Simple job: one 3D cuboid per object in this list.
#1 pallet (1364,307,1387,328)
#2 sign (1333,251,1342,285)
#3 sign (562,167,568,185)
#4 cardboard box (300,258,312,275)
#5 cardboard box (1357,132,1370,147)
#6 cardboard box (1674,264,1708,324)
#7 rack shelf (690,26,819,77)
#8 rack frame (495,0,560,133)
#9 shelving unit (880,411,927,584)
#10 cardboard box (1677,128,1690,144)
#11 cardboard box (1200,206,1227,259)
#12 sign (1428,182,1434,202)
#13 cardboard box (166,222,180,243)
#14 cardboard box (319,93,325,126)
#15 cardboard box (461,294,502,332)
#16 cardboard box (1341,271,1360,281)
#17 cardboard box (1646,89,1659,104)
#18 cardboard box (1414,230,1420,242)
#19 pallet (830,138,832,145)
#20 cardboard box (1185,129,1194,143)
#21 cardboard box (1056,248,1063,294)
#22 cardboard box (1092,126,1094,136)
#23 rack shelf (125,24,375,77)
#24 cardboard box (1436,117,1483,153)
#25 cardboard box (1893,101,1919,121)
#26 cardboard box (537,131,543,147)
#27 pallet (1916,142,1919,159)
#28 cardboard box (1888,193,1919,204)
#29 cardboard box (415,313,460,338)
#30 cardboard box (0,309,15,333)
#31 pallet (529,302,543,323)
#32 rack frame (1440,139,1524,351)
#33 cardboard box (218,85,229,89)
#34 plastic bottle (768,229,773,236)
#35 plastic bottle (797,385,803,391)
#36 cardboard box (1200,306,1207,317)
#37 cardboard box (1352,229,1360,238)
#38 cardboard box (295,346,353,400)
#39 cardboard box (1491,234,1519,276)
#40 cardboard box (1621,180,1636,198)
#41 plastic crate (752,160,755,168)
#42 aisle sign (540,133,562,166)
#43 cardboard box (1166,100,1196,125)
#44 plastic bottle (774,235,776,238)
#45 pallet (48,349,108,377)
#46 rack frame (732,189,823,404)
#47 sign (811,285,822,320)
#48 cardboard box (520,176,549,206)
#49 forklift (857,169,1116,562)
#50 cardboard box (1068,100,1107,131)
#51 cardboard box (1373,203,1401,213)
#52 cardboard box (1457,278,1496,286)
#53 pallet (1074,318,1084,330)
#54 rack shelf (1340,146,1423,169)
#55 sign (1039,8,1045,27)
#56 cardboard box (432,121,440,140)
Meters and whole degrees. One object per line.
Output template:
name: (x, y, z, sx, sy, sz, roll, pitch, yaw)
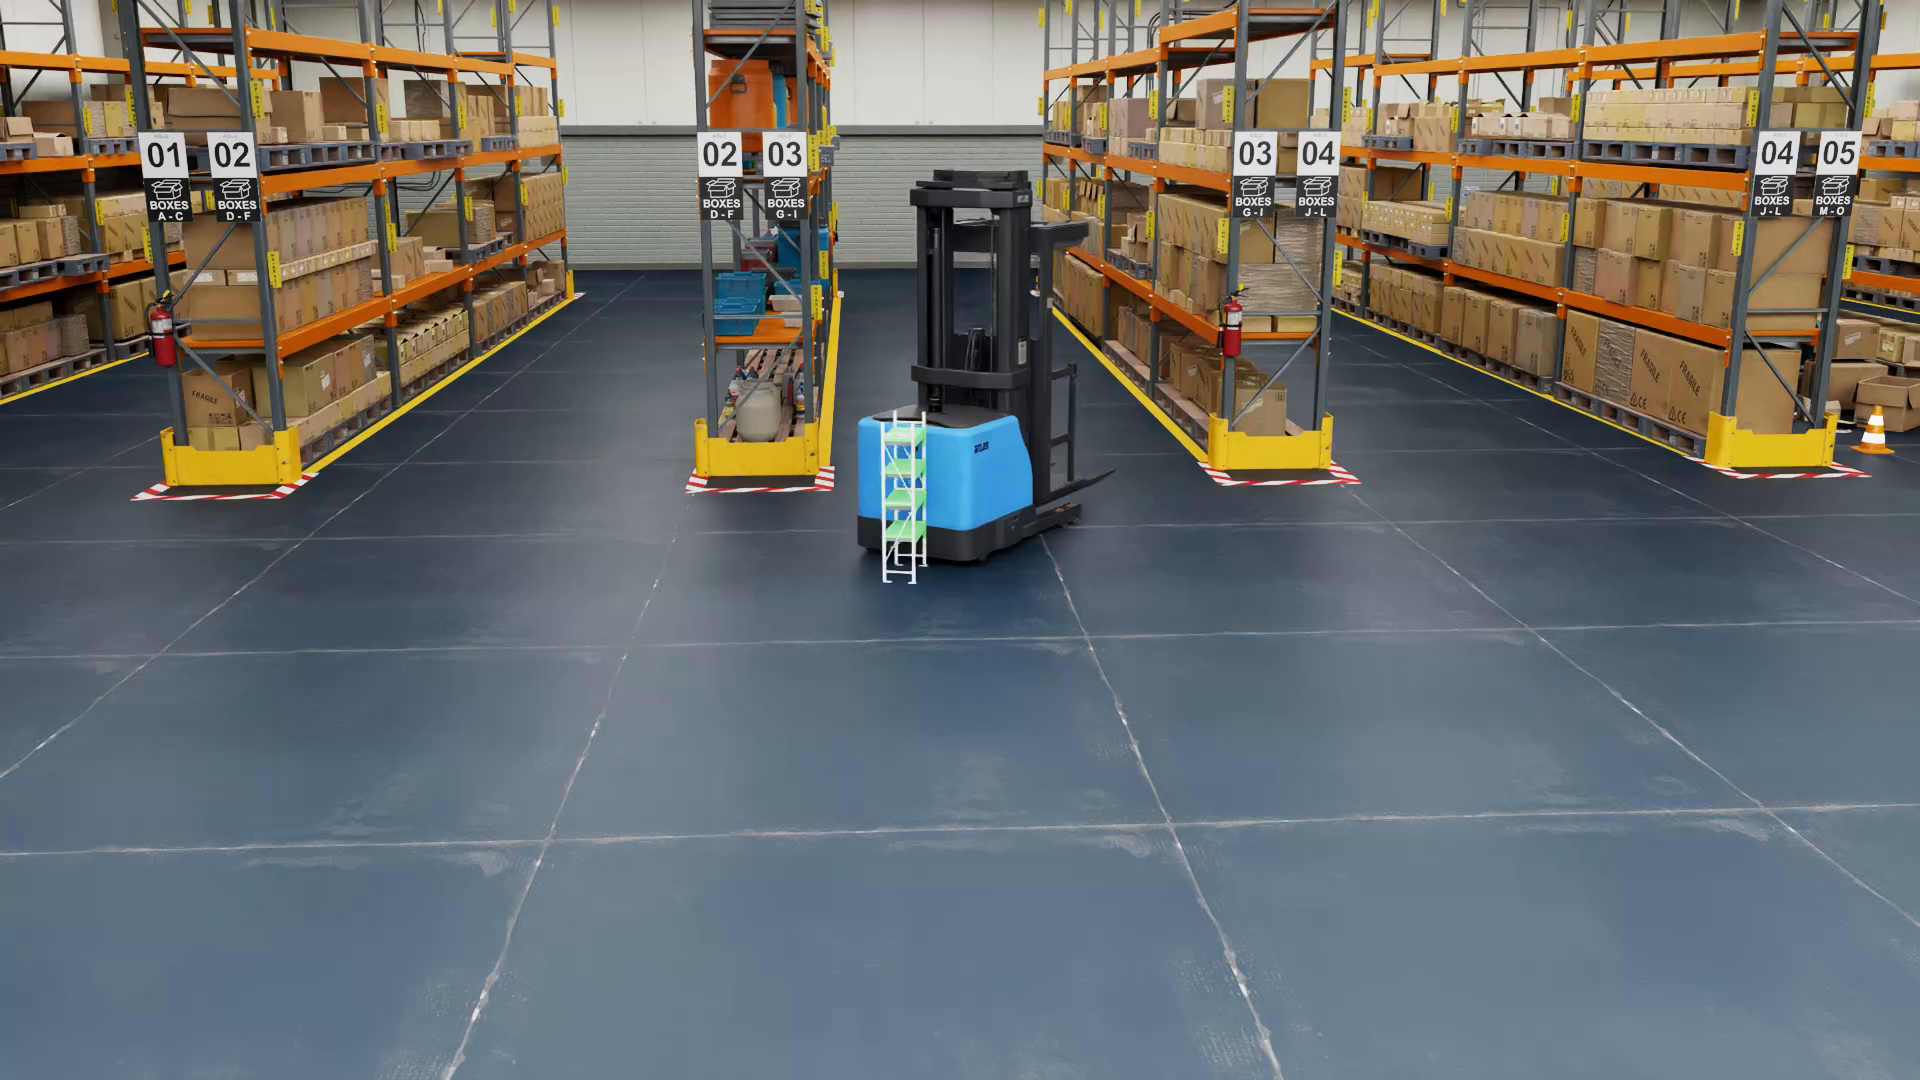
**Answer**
pallet: (7.308, -3.660, 27.326, 1.003, 0.211, 1.213, -1, 14, -3)
sign: (3.587, -2.595, 15.857, 0.100, 0.325, 0.005, -1, 14, -3)
sign: (-7.278, -6.712, 30.637, 0.100, 0.325, 0.005, -1, 14, -3)
cardboard box: (-6.717, -2.736, 16.638, 0.380, 0.149, 0.250, -1, 14, -5)
cardboard box: (6.959, -6.702, 27.834, 0.500, 0.250, 0.500, -1, 14, -2)
cardboard box: (7.878, -2.520, 16.999, 0.875, 0.550, 0.550, -1, 14, -3)
rack shelf: (-2.022, -4.952, 16.960, 1.077, 0.370, 4.000, -1, 14, -3)
rack frame: (-7.833, -8.900, 30.059, 1.000, 3.000, 0.127, -1, 14, -3)
shelving unit: (-0.415, -0.324, 12.377, 0.258, 1.200, 0.503, 2, 15, 8)
cardboard box: (7.580, -4.133, 17.010, 0.380, 0.149, 0.250, -1, 14, -4)
cardboard box: (2.728, -3.102, 16.758, 0.500, 0.500, 0.500, -1, 14, -3)
sign: (7.812, -5.774, 27.624, 0.100, 0.325, 0.005, -1, 14, -3)
cardboard box: (-12.185, -4.762, 25.178, 0.500, 0.500, 0.500, -1, 14, -3)
cardboard box: (-7.322, -4.654, 18.249, 0.500, 0.500, 0.500, 0, 14, 1)
cardboard box: (-7.145, -3.380, 24.779, 0.500, 0.500, 0.500, -1, 14, -4)
cardboard box: (6.852, -4.655, 29.285, 0.380, 0.149, 0.250, -2, 15, -6)
cardboard box: (7.532, -4.709, 17.649, 0.380, 0.149, 0.250, -1, 14, -4)
cardboard box: (6.987, -4.532, 24.782, 0.380, 0.149, 0.250, -1, 14, -2)
pallet: (-2.343, -5.634, 23.763, 1.003, 0.211, 1.213, -1, 14, -3)
cardboard box: (2.628, -4.326, 17.803, 0.380, 0.149, 0.250, -1, 14, -5)
cardboard box: (2.230, -4.937, 30.116, 0.875, 0.875, 0.875, -1, 14, -3)
cardboard box: (2.245, -6.314, 25.688, 0.380, 0.149, 0.250, -1, 15, -6)
rack shelf: (-6.966, -4.876, 16.666, 1.077, 0.370, 4.000, -1, 14, -3)
cardboard box: (7.218, -5.848, 24.015, 0.500, 0.500, 0.500, -1, 14, -3)
cardboard box: (12.440, -5.537, 21.461, 0.500, 0.250, 0.500, -1, 14, -3)
cardboard box: (-7.459, -6.878, 28.520, 0.500, 0.250, 0.500, -1, 14, -3)
pallet: (12.757, -4.832, 20.646, 1.213, 0.211, 1.003, -1, 14, -3)
cardboard box: (12.824, -4.618, 22.512, 0.380, 0.149, 0.250, -2, 15, -6)
cardboard box: (-7.021, -2.893, 22.301, 0.500, 0.311, 0.500, -1, 14, -4)
cardboard box: (-12.163, -2.720, 20.709, 0.500, 0.250, 0.500, -1, 14, -5)
pallet: (-7.627, -3.820, 27.952, 1.003, 0.211, 1.213, -1, 14, -3)
rack frame: (7.507, -4.209, 23.865, 1.000, 3.000, 0.127, -1, 14, -3)
cardboard box: (-12.332, -7.227, 27.329, 0.500, 0.500, 0.500, -1, 14, -5)
plastic bottle: (-2.903, -4.555, 25.308, 0.144, 0.351, 0.185, -1, 14, -3)
plastic bottle: (-1.727, -1.549, 18.119, 0.097, 0.271, 0.097, 0, 14, 0)
cardboard box: (2.728, -2.424, 17.434, 0.380, 0.149, 0.250, -1, 14, -3)
cardboard box: (6.883, -5.212, 28.267, 0.380, 0.149, 0.250, -1, 14, -5)
cardboard box: (-6.744, -1.761, 17.520, 0.500, 0.500, 0.500, -1, 14, -3)
cardboard box: (7.359, -3.766, 21.942, 0.500, 0.500, 0.500, -1, 14, -4)
cardboard box: (11.865, -6.077, 28.919, 0.500, 0.500, 0.500, -1, 14, -4)
plastic crate: (-2.320, -4.040, 17.612, 0.336, 0.188, 0.450, -1, 14, -3)
aisle sign: (-7.532, -7.276, 30.567, 0.394, 0.787, 0.004, -1, 14, -3)
cardboard box: (2.867, -4.987, 19.820, 0.797, 0.503, 0.637, -2, 15, -6)
plastic bottle: (-2.783, -4.451, 25.040, 0.061, 0.283, 0.133, -1, 14, -3)
pallet: (-12.235, -2.383, 22.365, 1.003, 0.211, 1.213, -1, 14, -3)
rack frame: (-2.146, -3.086, 19.501, 1.000, 3.000, 0.127, -1, 14, -3)
sign: (-1.349, -2.233, 15.629, 0.100, 0.325, 0.005, -1, 14, -3)
cardboard box: (-7.431, -6.039, 28.770, 0.500, 0.500, 0.500, 0, 14, -2)
forklift: (0.373, -1.570, 13.748, 1.130, 2.935, 3.031, 8, 17, 29)
cardboard box: (2.194, -7.099, 27.833, 0.700, 0.500, 0.500, -2, 15, -7)
cardboard box: (6.861, -5.335, 26.710, 0.380, 0.149, 0.250, -1, 14, -3)
cardboard box: (7.705, -3.740, 24.711, 0.500, 0.250, 0.500, -2, 15, -6)
pallet: (2.425, -3.611, 27.137, 1.003, 0.211, 1.213, -1, 14, -3)
rack shelf: (7.135, -6.805, 29.380, 1.077, 0.370, 4.000, -1, 14, -3)
sign: (1.500, -9.574, 30.487, 0.100, 0.325, 0.005, -1, 14, -3)
cardboard box: (-7.253, -5.477, 22.231, 0.500, 0.250, 0.500, -2, 15, -8)
